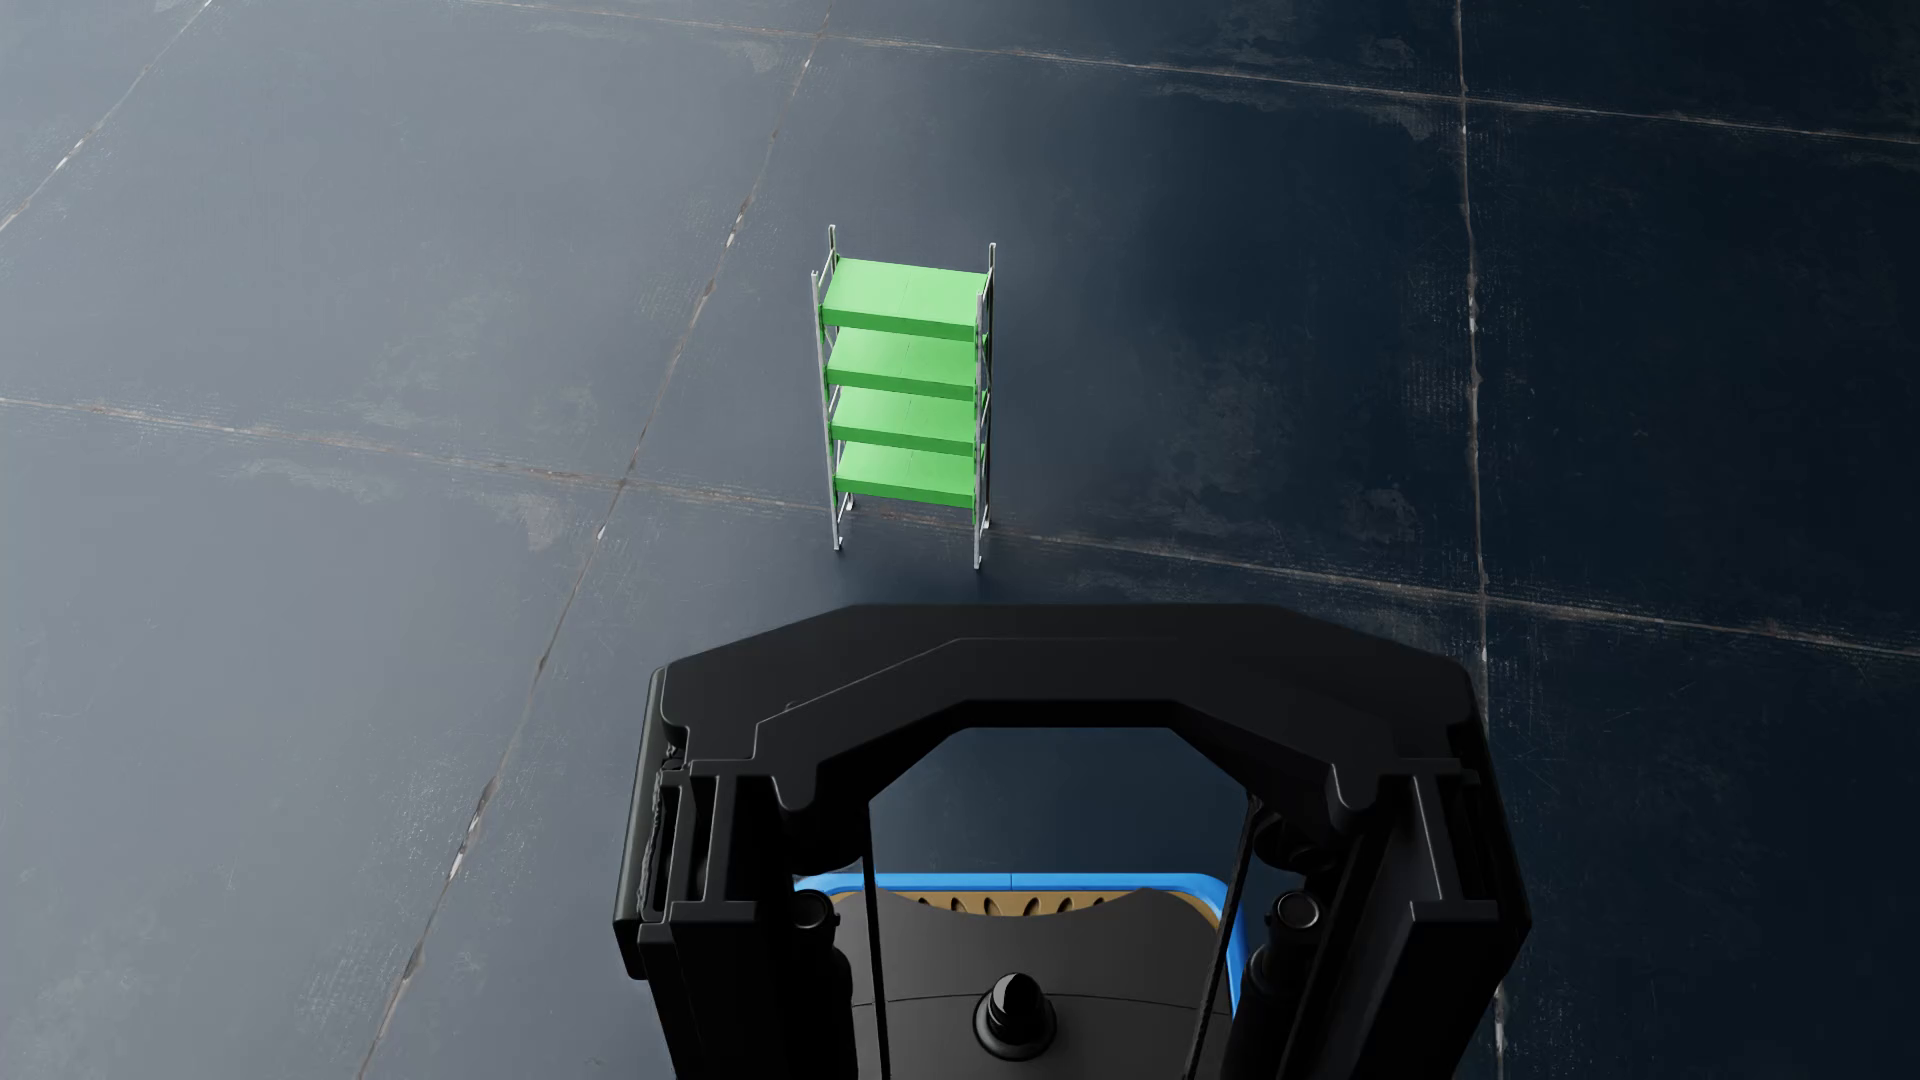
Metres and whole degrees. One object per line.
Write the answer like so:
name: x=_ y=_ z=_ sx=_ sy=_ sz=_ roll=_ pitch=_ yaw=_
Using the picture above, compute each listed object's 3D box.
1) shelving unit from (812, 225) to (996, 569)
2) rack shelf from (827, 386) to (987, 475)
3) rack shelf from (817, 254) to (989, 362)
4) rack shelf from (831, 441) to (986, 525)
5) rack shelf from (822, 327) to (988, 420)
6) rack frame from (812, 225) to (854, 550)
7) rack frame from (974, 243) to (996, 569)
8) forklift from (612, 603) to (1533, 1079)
shelving unit: x=-0.163 y=-0.423 z=5.323 sx=0.503 sy=1.200 sz=0.258 roll=8 pitch=49 yaw=7
rack shelf: x=-0.163 y=-0.380 z=5.371 sx=0.480 sy=0.148 sz=0.258 roll=8 pitch=49 yaw=7
rack shelf: x=-0.163 y=-0.701 z=5.014 sx=0.480 sy=0.148 sz=0.258 roll=8 pitch=49 yaw=7
rack shelf: x=-0.163 y=-0.220 z=5.549 sx=0.480 sy=0.148 sz=0.258 roll=8 pitch=49 yaw=7
rack shelf: x=-0.163 y=-0.541 z=5.192 sx=0.480 sy=0.148 sz=0.258 roll=8 pitch=49 yaw=7
rack frame: x=-0.403 y=-0.455 z=5.352 sx=0.015 sy=1.200 sz=0.240 roll=8 pitch=49 yaw=7
rack frame: x=0.077 y=-0.391 z=5.294 sx=0.015 sy=1.200 sz=0.240 roll=8 pitch=49 yaw=7
forklift: x=0.113 y=1.571 z=2.368 sx=1.130 sy=2.935 sz=3.031 roll=0 pitch=48 yaw=0
